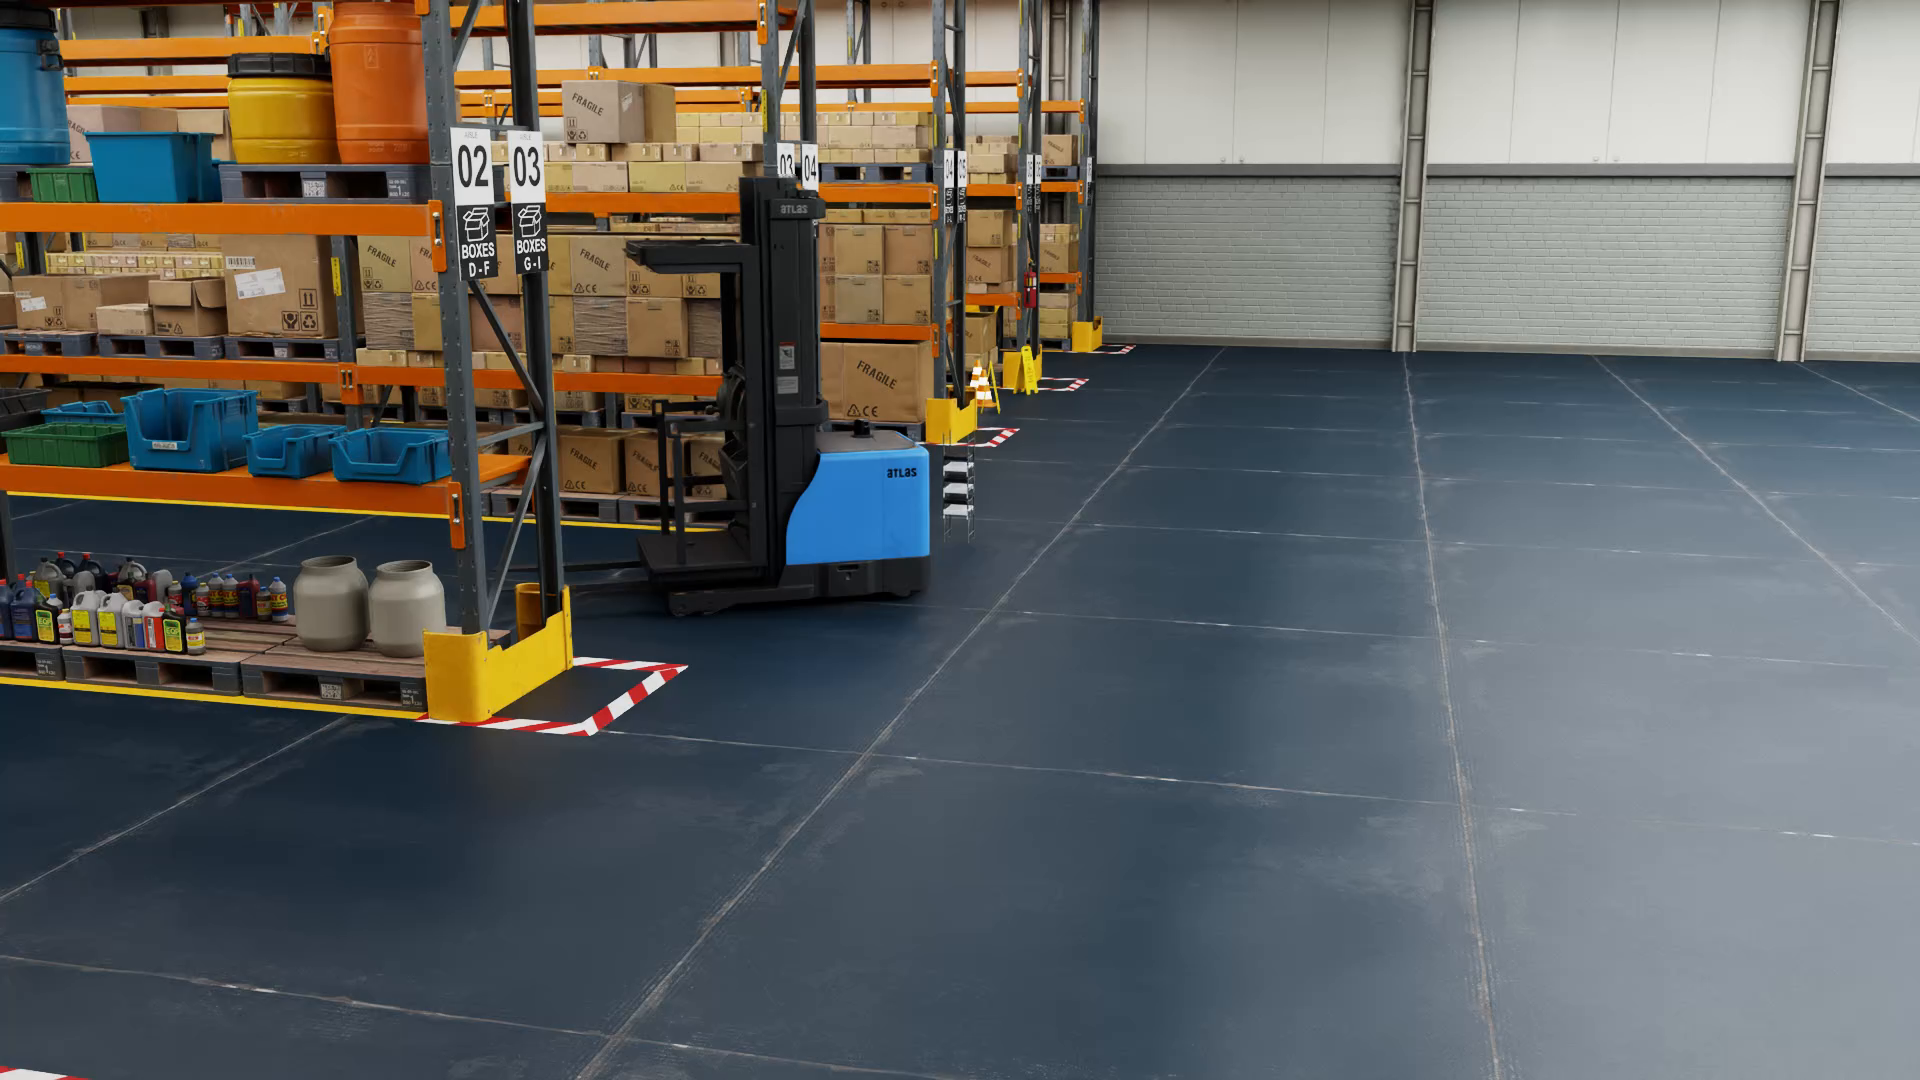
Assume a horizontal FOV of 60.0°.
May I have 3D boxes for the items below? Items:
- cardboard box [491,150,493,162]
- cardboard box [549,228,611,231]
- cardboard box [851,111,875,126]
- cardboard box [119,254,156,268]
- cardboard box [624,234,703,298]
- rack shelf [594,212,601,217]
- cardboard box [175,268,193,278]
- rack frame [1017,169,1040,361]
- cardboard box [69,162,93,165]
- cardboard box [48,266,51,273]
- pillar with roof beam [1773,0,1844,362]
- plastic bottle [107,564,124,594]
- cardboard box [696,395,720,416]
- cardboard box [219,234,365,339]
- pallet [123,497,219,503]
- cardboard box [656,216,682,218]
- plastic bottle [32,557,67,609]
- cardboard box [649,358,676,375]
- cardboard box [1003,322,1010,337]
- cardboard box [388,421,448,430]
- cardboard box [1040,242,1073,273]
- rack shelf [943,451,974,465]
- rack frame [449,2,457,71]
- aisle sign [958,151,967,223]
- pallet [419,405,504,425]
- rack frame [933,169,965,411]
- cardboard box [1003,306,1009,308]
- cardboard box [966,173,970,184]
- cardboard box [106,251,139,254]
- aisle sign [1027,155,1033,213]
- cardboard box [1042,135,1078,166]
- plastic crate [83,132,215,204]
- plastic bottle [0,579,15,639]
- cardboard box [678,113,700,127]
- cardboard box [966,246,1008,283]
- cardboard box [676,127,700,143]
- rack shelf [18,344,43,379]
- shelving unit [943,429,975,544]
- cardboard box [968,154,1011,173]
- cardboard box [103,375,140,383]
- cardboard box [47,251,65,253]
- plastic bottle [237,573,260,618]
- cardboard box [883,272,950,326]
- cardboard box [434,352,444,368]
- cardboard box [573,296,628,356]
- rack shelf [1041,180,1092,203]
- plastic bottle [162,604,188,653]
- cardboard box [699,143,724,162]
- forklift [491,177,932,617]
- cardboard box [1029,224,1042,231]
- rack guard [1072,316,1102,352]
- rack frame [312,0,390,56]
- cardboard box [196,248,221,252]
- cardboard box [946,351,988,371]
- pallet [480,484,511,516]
[{"bbox_3d":[-4.025,-3.289,14.131,0.250,0.149,0.380,3,13,12],"label":"cardboard box"},{"bbox_3d":[-4.483,-3.438,19.763,0.500,0.500,0.700,3,13,13],"label":"cardboard box"},{"bbox_3d":[-1.015,-4.626,18.272,0.250,0.149,0.380,3,13,14],"label":"cardboard box"},{"bbox_3d":[-10.238,-3.480,20.731,0.250,0.149,0.380,4,13,16],"label":"cardboard box"},{"bbox_3d":[-2.482,-2.314,14.013,0.500,0.500,0.500,3,13,14],"label":"cardboard box"},{"bbox_3d":[-5.941,-4.093,19.992,4.000,0.370,1.077,3,13,14],"label":"rack shelf"},{"bbox_3d":[-9.471,-3.294,20.580,0.250,0.149,0.380,3,13,13],"label":"cardboard box"},{"bbox_3d":[0.972,-3.715,23.551,0.127,3.000,1.000,3,13,14],"label":"rack frame"},{"bbox_3d":[-7.774,-3.308,15.138,0.500,0.250,0.500,3,13,15],"label":"cardboard box"},{"bbox_3d":[-11.494,-3.402,21.064,0.250,0.149,0.380,3,13,14],"label":"cardboard box"},{"bbox_3d":[12.317,-6.385,21.737,0.400,9.000,9.100,3,13,14],"label":"pillar with roof beam"},{"bbox_3d":[-5.424,0.297,10.725,0.133,0.283,0.061,4,13,17],"label":"plastic bottle"},{"bbox_3d":[-2.529,-1.950,19.536,0.875,0.875,0.875,3,13,14],"label":"cardboard box"},{"bbox_3d":[-6.024,-2.407,15.302,1.000,1.000,1.000,3,13,14],"label":"cardboard box"},{"bbox_3d":[-7.230,-0.580,15.860,1.213,0.211,1.003,3,13,14],"label":"pallet"},{"bbox_3d":[-4.363,-4.771,24.930,0.250,0.149,0.380,4,13,17],"label":"cardboard box"},{"bbox_3d":[-5.813,0.285,10.625,0.185,0.351,0.144,3,13,14],"label":"plastic bottle"},{"bbox_3d":[-2.465,-1.511,14.198,0.250,0.149,0.380,3,13,14],"label":"cardboard box"},{"bbox_3d":[0.662,-3.635,28.571,0.500,0.250,0.500,3,13,14],"label":"cardboard box"},{"bbox_3d":[-4.907,-0.794,15.188,0.500,0.500,0.500,3,13,12],"label":"cardboard box"},{"bbox_3d":[1.617,-4.778,28.112,0.500,0.500,0.500,3,13,12],"label":"cardboard box"},{"bbox_3d":[-0.008,-0.671,13.587,0.200,0.077,0.258,3,13,14],"label":"rack shelf"},{"bbox_3d":[-9.493,-8.310,30.414,0.127,3.000,1.000,3,13,14],"label":"rack frame"},{"bbox_3d":[0.025,-3.997,18.822,0.004,0.787,0.394,3,13,14],"label":"aisle sign"},{"bbox_3d":[-5.955,-1.602,20.466,1.213,0.211,1.003,3,13,14],"label":"pallet"},{"bbox_3d":[-0.116,-2.668,18.836,0.127,3.000,1.000,3,13,14],"label":"rack frame"},{"bbox_3d":[0.647,-4.117,28.435,0.500,0.250,0.500,3,13,14],"label":"cardboard box"},{"bbox_3d":[0.059,-5.043,23.194,0.250,0.149,0.380,3,13,15],"label":"cardboard box"},{"bbox_3d":[-10.818,-3.657,21.527,0.250,0.149,0.380,3,13,12],"label":"cardboard box"},{"bbox_3d":[0.963,-4.920,22.980,0.004,0.787,0.394,3,13,14],"label":"aisle sign"},{"bbox_3d":[1.670,-6.497,27.737,0.500,0.500,0.500,3,13,15],"label":"cardboard box"},{"bbox_3d":[-4.512,-2.081,9.301,0.575,0.384,0.392,3,13,14],"label":"plastic crate"},{"bbox_3d":[-5.788,0.411,10.057,0.185,0.351,0.144,3,13,15],"label":"plastic bottle"},{"bbox_3d":[-2.987,-4.731,18.747,0.250,0.149,0.380,3,13,13],"label":"cardboard box"},{"bbox_3d":[0.379,-3.879,23.374,0.500,0.500,0.500,3,13,13],"label":"cardboard box"},{"bbox_3d":[-3.101,-4.556,18.878,0.500,0.250,0.500,3,13,13],"label":"cardboard box"},{"bbox_3d":[-11.111,-1.798,16.575,4.000,0.370,1.077,3,13,14],"label":"rack shelf"},{"bbox_3d":[-0.008,-0.440,13.638,0.210,0.900,0.258,3,13,14],"label":"shelving unit"},{"bbox_3d":[0.411,-5.221,23.075,0.500,0.250,0.500,3,13,13],"label":"cardboard box"},{"bbox_3d":[-10.598,-2.155,21.322,0.500,0.500,0.500,4,13,16],"label":"cardboard box"},{"bbox_3d":[-12.187,-3.564,21.954,0.500,0.500,0.500,3,13,13],"label":"cardboard box"},{"bbox_3d":[-4.490,0.347,10.500,0.133,0.283,0.061,3,13,14],"label":"plastic bottle"},{"bbox_3d":[-0.487,-2.751,18.864,0.550,0.550,0.875,3,13,14],"label":"cardboard box"},{"bbox_3d":[-4.415,-1.607,14.633,0.250,0.149,0.380,3,13,14],"label":"cardboard box"},{"bbox_3d":[-2.919,-1.895,14.431,0.500,0.500,0.875,3,13,14],"label":"cardboard box"},{"bbox_3d":[0.216,-5.976,28.478,4.000,0.370,1.077,3,13,14],"label":"rack shelf"},{"bbox_3d":[-4.595,0.517,9.734,0.133,0.283,0.061,3,13,15],"label":"plastic bottle"},{"bbox_3d":[-1.971,-3.203,13.748,0.250,0.149,0.380,3,13,12],"label":"cardboard box"},{"bbox_3d":[-1.779,-1.033,11.622,3.031,2.935,1.130,-4,13,-16],"label":"forklift"},{"bbox_3d":[1.252,-5.258,28.091,0.250,0.149,0.380,3,13,15],"label":"cardboard box"},{"bbox_3d":[2.181,-3.537,28.522,0.348,0.500,1.175,3,13,14],"label":"rack guard"},{"bbox_3d":[-5.286,-4.767,14.444,0.127,3.000,1.000,3,13,14],"label":"rack frame"},{"bbox_3d":[-11.691,-4.382,26.329,0.500,0.500,0.500,3,13,12],"label":"cardboard box"},{"bbox_3d":[0.100,-2.564,23.743,0.500,0.250,0.500,3,13,13],"label":"cardboard box"},{"bbox_3d":[-4.625,-0.450,15.272,1.213,0.211,1.003,3,13,14],"label":"pallet"}]
